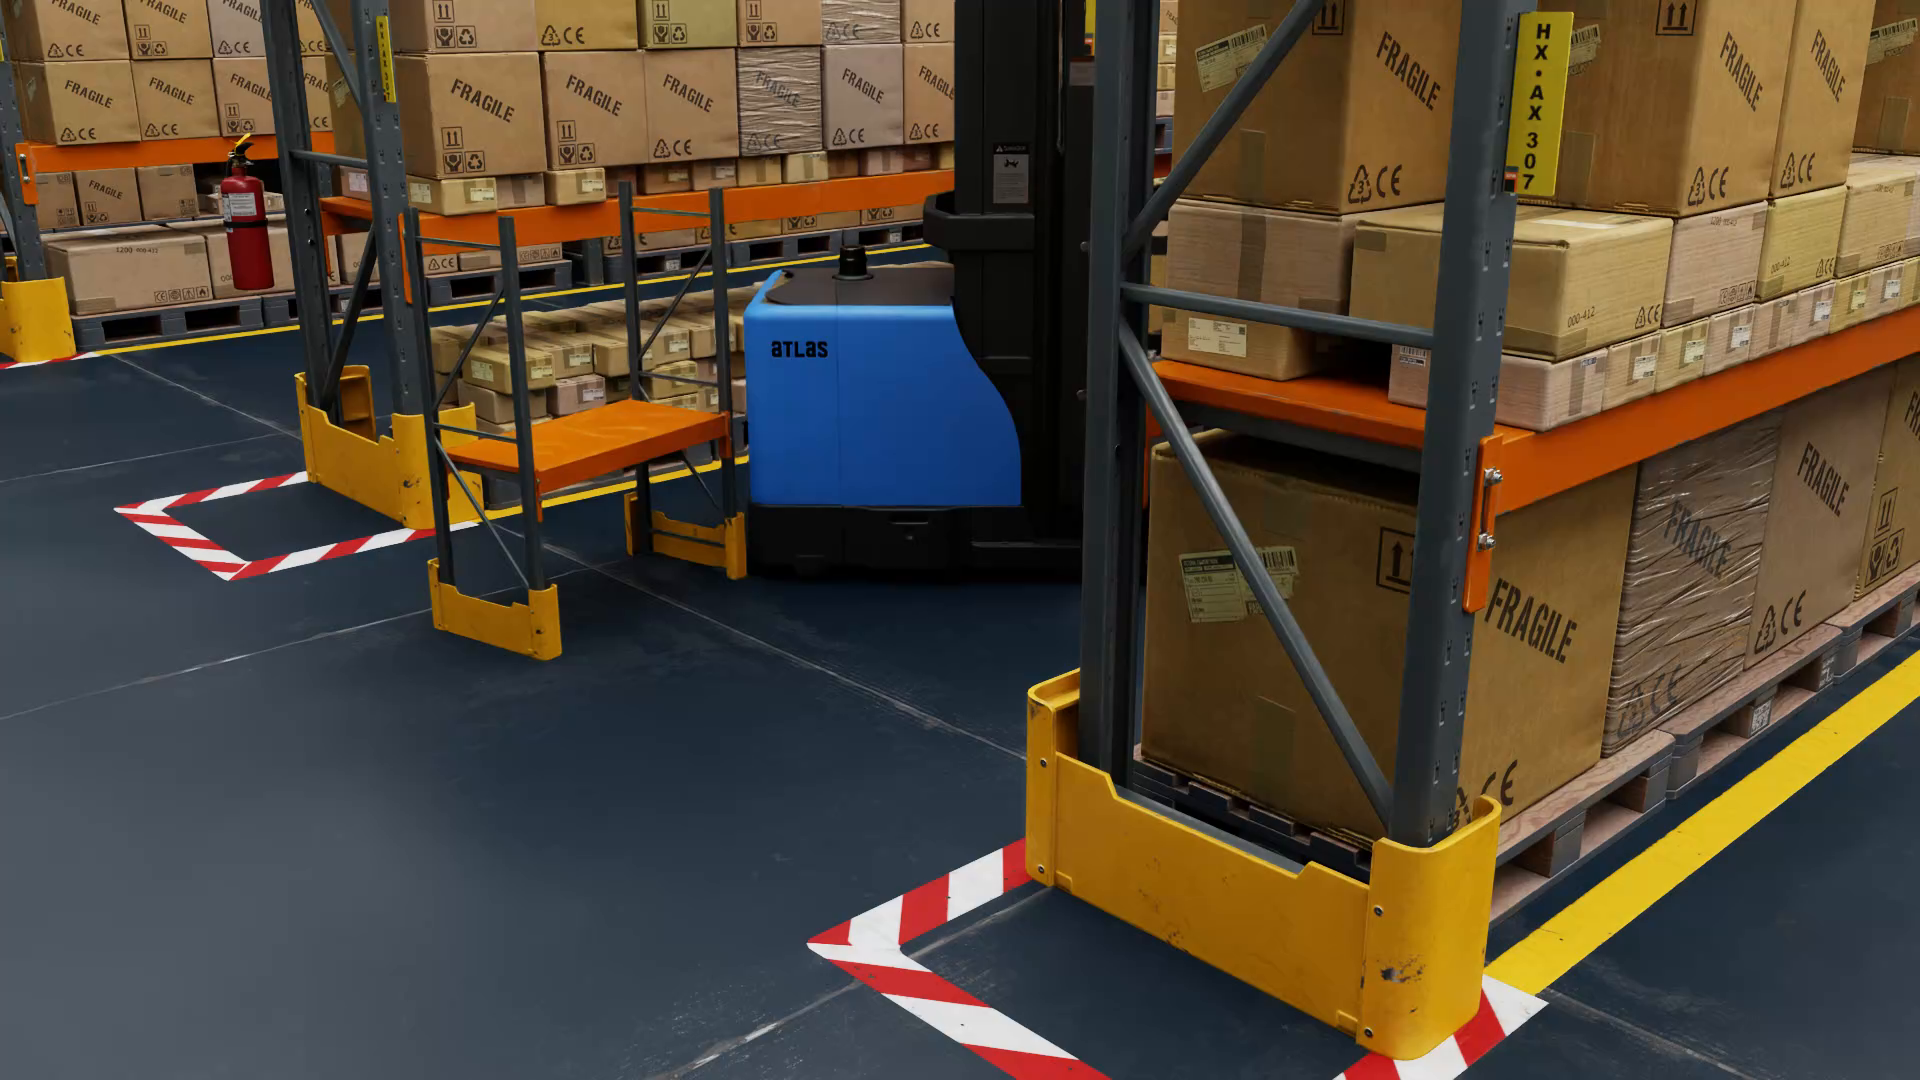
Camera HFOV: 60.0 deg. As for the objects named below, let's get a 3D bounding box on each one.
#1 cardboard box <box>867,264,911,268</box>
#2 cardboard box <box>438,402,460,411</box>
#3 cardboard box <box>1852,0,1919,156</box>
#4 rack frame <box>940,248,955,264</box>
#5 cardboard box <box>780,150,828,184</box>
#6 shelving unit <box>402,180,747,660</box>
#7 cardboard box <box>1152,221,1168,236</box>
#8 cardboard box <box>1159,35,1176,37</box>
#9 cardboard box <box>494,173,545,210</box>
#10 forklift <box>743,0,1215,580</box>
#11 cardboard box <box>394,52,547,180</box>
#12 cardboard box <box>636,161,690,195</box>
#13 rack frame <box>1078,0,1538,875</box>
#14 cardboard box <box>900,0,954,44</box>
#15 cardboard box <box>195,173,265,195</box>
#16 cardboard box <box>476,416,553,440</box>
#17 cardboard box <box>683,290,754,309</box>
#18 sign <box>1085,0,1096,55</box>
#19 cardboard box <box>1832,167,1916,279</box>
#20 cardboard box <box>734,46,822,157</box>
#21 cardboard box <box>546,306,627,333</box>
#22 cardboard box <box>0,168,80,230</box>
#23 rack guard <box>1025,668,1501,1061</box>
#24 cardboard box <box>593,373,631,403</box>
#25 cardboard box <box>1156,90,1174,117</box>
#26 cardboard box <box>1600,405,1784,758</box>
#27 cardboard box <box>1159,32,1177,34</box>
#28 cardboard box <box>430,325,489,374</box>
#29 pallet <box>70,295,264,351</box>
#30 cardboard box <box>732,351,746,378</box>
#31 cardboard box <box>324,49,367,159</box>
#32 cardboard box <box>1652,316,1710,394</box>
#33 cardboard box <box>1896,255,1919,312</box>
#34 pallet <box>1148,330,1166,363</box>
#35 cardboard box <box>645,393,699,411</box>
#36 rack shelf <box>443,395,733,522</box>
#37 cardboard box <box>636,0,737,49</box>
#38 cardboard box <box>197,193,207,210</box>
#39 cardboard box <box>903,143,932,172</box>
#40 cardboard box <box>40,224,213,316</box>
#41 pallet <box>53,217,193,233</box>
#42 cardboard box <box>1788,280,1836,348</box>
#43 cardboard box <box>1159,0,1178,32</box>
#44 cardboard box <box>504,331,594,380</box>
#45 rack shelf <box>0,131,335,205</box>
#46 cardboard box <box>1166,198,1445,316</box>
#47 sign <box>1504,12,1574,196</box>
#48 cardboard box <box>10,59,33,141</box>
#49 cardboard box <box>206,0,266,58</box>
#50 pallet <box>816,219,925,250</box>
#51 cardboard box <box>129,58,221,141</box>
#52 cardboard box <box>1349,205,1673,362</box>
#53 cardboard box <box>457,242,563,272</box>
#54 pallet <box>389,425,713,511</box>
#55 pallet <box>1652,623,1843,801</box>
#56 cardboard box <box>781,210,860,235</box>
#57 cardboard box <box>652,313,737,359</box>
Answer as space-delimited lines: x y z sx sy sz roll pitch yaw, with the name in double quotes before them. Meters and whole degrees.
"cardboard box" -0.374 -1.514 9.767 0.250 0.149 0.380 -15 23 -38
"cardboard box" -2.408 -0.613 7.953 0.250 0.149 0.380 -16 24 -40
"cardboard box" 3.076 -1.490 5.262 0.500 0.500 0.500 -16 24 -40
"rack frame" 0.259 -2.459 9.704 0.127 3.000 1.000 -16 24 -41
"cardboard box" -0.874 -1.879 8.323 0.250 0.149 0.380 -16 24 -40
"shelving unit" -1.371 -0.488 6.057 0.587 1.500 1.083 11 21 31
"cardboard box" 0.978 -1.923 10.210 0.500 0.250 0.500 17 24 41
"cardboard box" 1.248 -2.917 9.878 0.250 0.149 0.380 -16 24 -40
"cardboard box" -2.030 -1.550 7.309 0.250 0.149 0.380 -15 23 -39
"forklift" 0.691 -1.386 6.507 3.031 2.935 1.130 0 18 0
"cardboard box" -2.131 -1.833 7.131 0.500 0.500 0.500 -15 23 -38
"cardboard box" -1.490 -1.733 7.872 0.250 0.149 0.380 -17 24 -41
"rack frame" 0.687 -0.478 3.596 0.127 3.000 1.000 -16 24 -41
"cardboard box" -0.268 -2.852 8.653 0.500 0.500 0.500 17 25 42
"cardboard box" -7.270 -3.492 16.570 0.500 0.311 0.500 -15 23 -39
"cardboard box" -2.047 -0.494 7.586 0.250 0.149 0.380 -16 24 -40
"cardboard box" -1.286 -1.233 8.902 0.250 0.149 0.380 -16 24 -41
"sign" 0.324 -1.266 3.765 0.005 0.325 0.100 -16 24 -41
"cardboard box" 2.338 -0.919 4.715 0.500 0.250 0.500 -17 24 -42
"cardboard box" -1.029 -2.163 8.148 0.500 0.500 0.500 -17 25 -42
"cardboard box" -1.882 -1.071 8.402 0.380 0.149 0.250 17 24 42
"cardboard box" -8.377 -3.102 15.061 0.500 0.500 0.700 -15 23 -39
"rack guard" 0.670 0.716 3.966 0.348 0.500 1.175 -16 24 -41
"cardboard box" -1.735 -0.767 7.945 0.250 0.149 0.380 -16 24 -40
"cardboard box" 1.059 -2.579 9.803 0.250 0.149 0.380 -16 24 -40
"cardboard box" 1.758 -0.014 4.927 0.875 0.875 0.875 -16 24 -41
"cardboard box" 1.364 -3.227 10.835 0.380 0.149 0.250 17 24 41
"cardboard box" -2.437 -0.907 7.895 0.250 0.149 0.380 -16 24 -40
"pallet" -5.594 -1.559 11.452 1.213 0.211 1.003 -16 24 -41
"cardboard box" -1.178 -0.941 8.483 0.250 0.149 0.380 -15 23 -38
"cardboard box" -2.497 -1.953 7.501 0.500 0.500 0.500 -16 24 -40
"cardboard box" 1.543 -0.469 3.975 0.250 0.149 0.380 -17 25 -42
"cardboard box" 2.664 -0.796 4.983 0.250 0.149 0.380 -17 24 -42
"pallet" 0.824 -1.298 10.644 1.213 0.211 1.003 -16 24 -41
"cardboard box" -1.476 -0.652 8.072 0.250 0.149 0.380 -16 24 -40
"rack shelf" -1.366 -0.319 6.120 0.538 0.185 1.000 11 21 31
"cardboard box" -1.383 -2.525 7.643 0.500 0.500 0.500 -17 25 -42
"cardboard box" -7.586 -3.323 16.311 0.250 0.149 0.380 -17 24 -42
"cardboard box" -0.369 -2.065 8.897 0.380 0.149 0.250 17 25 42
"cardboard box" -5.711 -1.842 11.277 0.875 0.438 0.875 17 24 42
"pallet" -8.014 -2.926 15.669 1.213 0.211 1.003 -16 24 -41
"cardboard box" 2.104 -0.633 4.481 0.250 0.149 0.380 -17 24 -41
"cardboard box" 2.060 -5.376 17.377 0.500 0.500 0.500 -16 24 -41
"cardboard box" -1.915 -0.858 7.744 0.250 0.149 0.380 -16 24 -40
"rack shelf" -4.668 -2.781 11.864 4.000 0.370 1.077 -16 24 -41
"cardboard box" 0.857 -0.710 4.073 0.500 0.250 0.500 -17 24 -42
"sign" 1.064 -0.802 3.063 0.005 0.325 0.100 -16 24 -41
"cardboard box" -5.953 -2.908 10.928 0.500 0.500 0.500 -16 24 -41
"cardboard box" -4.838 -3.482 11.077 0.500 0.500 0.500 -16 24 -41
"pallet" -0.933 -2.918 15.641 1.213 0.211 1.003 -16 24 -41
"cardboard box" -5.227 -2.897 10.895 0.500 0.500 0.500 -17 24 -42
"cardboard box" 1.221 -0.590 3.700 0.500 0.250 0.500 -17 25 -42
"cardboard box" -3.745 -2.419 13.054 0.875 0.438 0.875 -17 24 -42
"pallet" -1.977 -0.465 8.077 1.213 0.211 1.003 -16 24 -41
"pallet" 2.101 0.404 5.396 1.213 0.211 1.003 -16 24 -41
"cardboard box" -1.519 -3.267 14.963 0.875 0.875 0.875 -16 24 -40
"cardboard box" -1.313 -1.010 8.215 0.250 0.149 0.380 -15 23 -39
